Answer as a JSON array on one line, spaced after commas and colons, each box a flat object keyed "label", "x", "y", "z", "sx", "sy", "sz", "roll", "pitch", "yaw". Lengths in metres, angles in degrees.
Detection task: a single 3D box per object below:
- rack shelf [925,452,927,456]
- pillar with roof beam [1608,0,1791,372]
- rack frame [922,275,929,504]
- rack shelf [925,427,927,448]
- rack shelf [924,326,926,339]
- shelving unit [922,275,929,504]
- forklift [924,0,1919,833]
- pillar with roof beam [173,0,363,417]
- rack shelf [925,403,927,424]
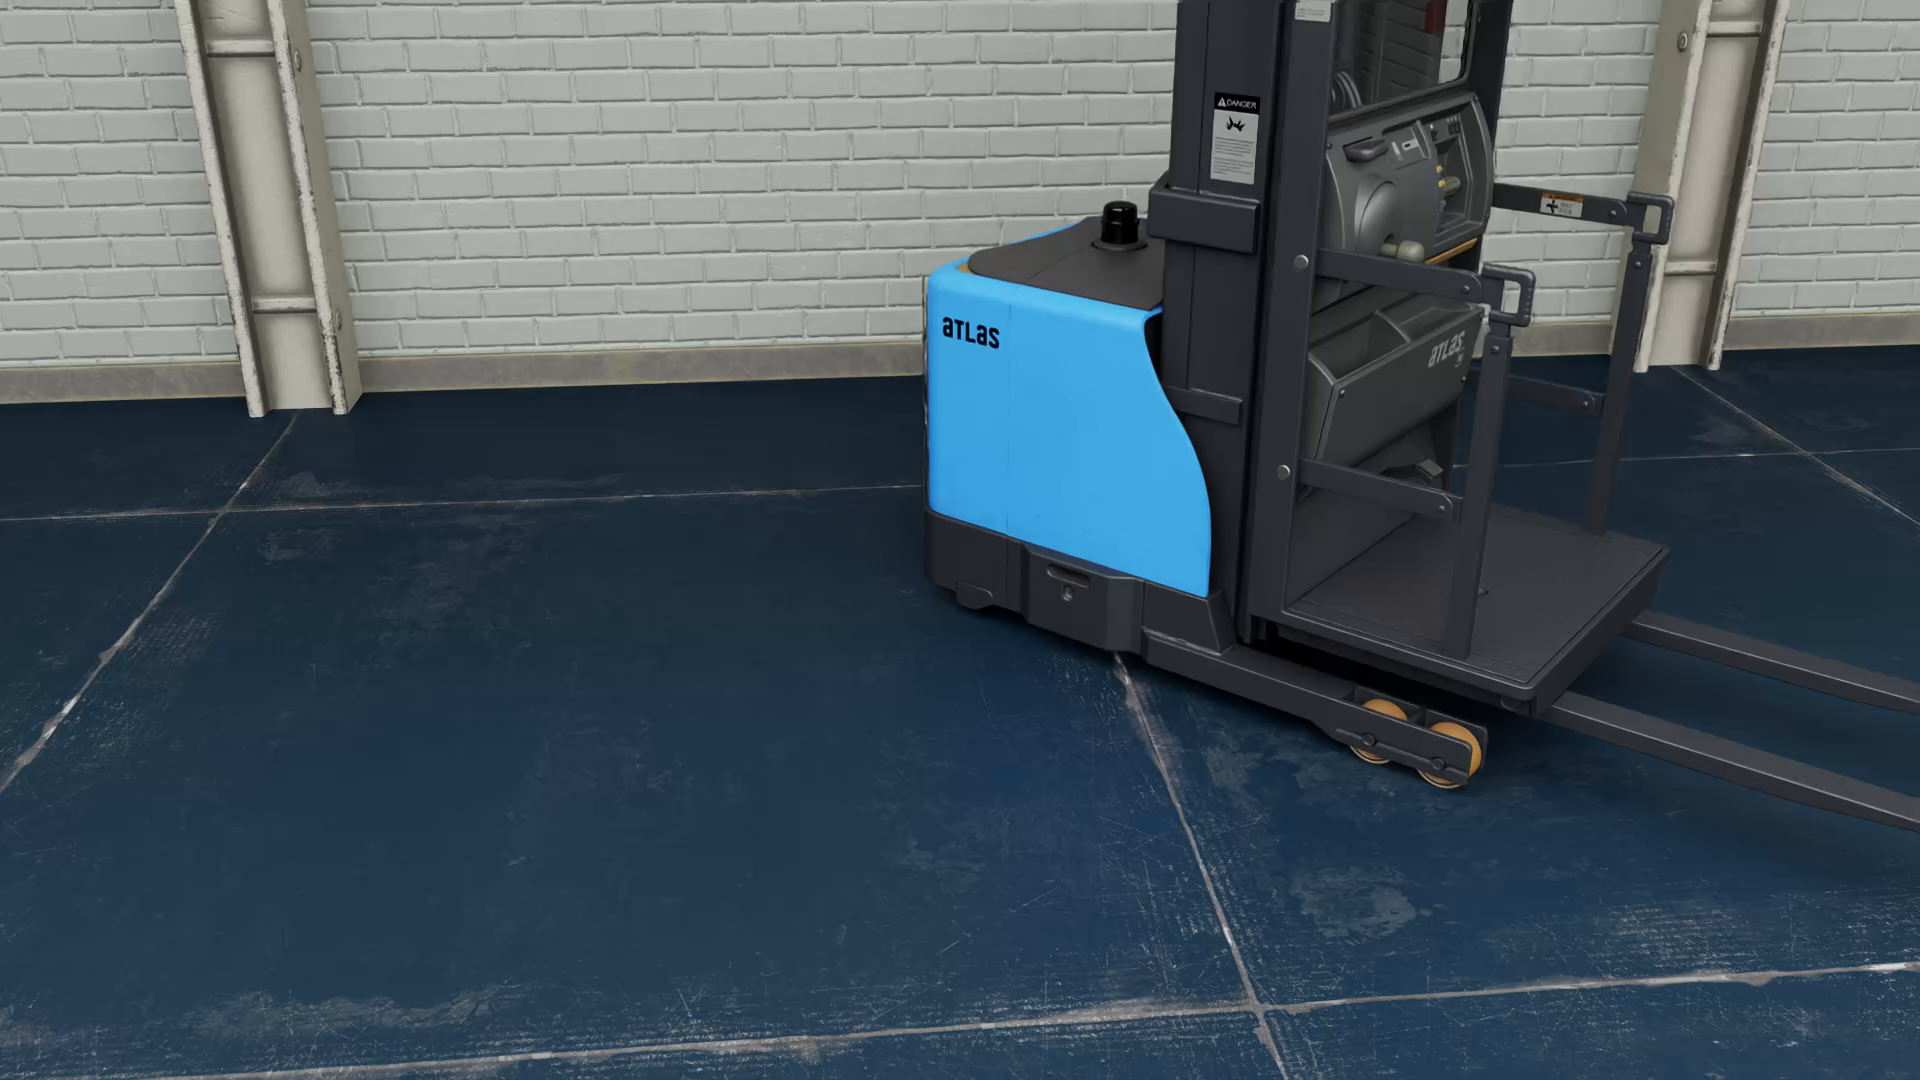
[{"label": "rack shelf", "x": -0.013, "y": -0.225, "z": 5.673, "sx": 0.200, "sy": 0.077, "sz": 0.258, "roll": -2, "pitch": 24, "yaw": -4}, {"label": "pillar with roof beam", "x": 3.627, "y": -3.192, "z": 1.852, "sx": 0.400, "sy": 9.000, "sz": 9.100, "roll": -2, "pitch": 24, "yaw": -5}, {"label": "rack frame", "x": -0.114, "y": -0.416, "z": 5.579, "sx": 0.006, "sy": 0.900, "sz": 0.240, "roll": -2, "pitch": 24, "yaw": -4}, {"label": "rack shelf", "x": -0.013, "y": -0.307, "z": 5.636, "sx": 0.200, "sy": 0.077, "sz": 0.258, "roll": -2, "pitch": 24, "yaw": -4}, {"label": "rack shelf", "x": -0.013, "y": -0.636, "z": 5.490, "sx": 0.200, "sy": 0.077, "sz": 0.258, "roll": -2, "pitch": 24, "yaw": -4}, {"label": "shelving unit", "x": -0.013, "y": -0.420, "z": 5.586, "sx": 0.210, "sy": 0.900, "sz": 0.258, "roll": -2, "pitch": 24, "yaw": -4}, {"label": "forklift", "x": 1.354, "y": -0.940, "z": 4.257, "sx": 3.031, "sy": 2.935, "sz": 1.130, "roll": 18, "pitch": 30, "yaw": 35}, {"label": "pillar with roof beam", "x": -2.344, "y": -2.953, "z": 1.313, "sx": 0.400, "sy": 9.000, "sz": 9.100, "roll": -2, "pitch": 24, "yaw": -5}, {"label": "rack shelf", "x": -0.013, "y": -0.389, "z": 5.600, "sx": 0.200, "sy": 0.077, "sz": 0.258, "roll": -2, "pitch": 24, "yaw": -4}]
